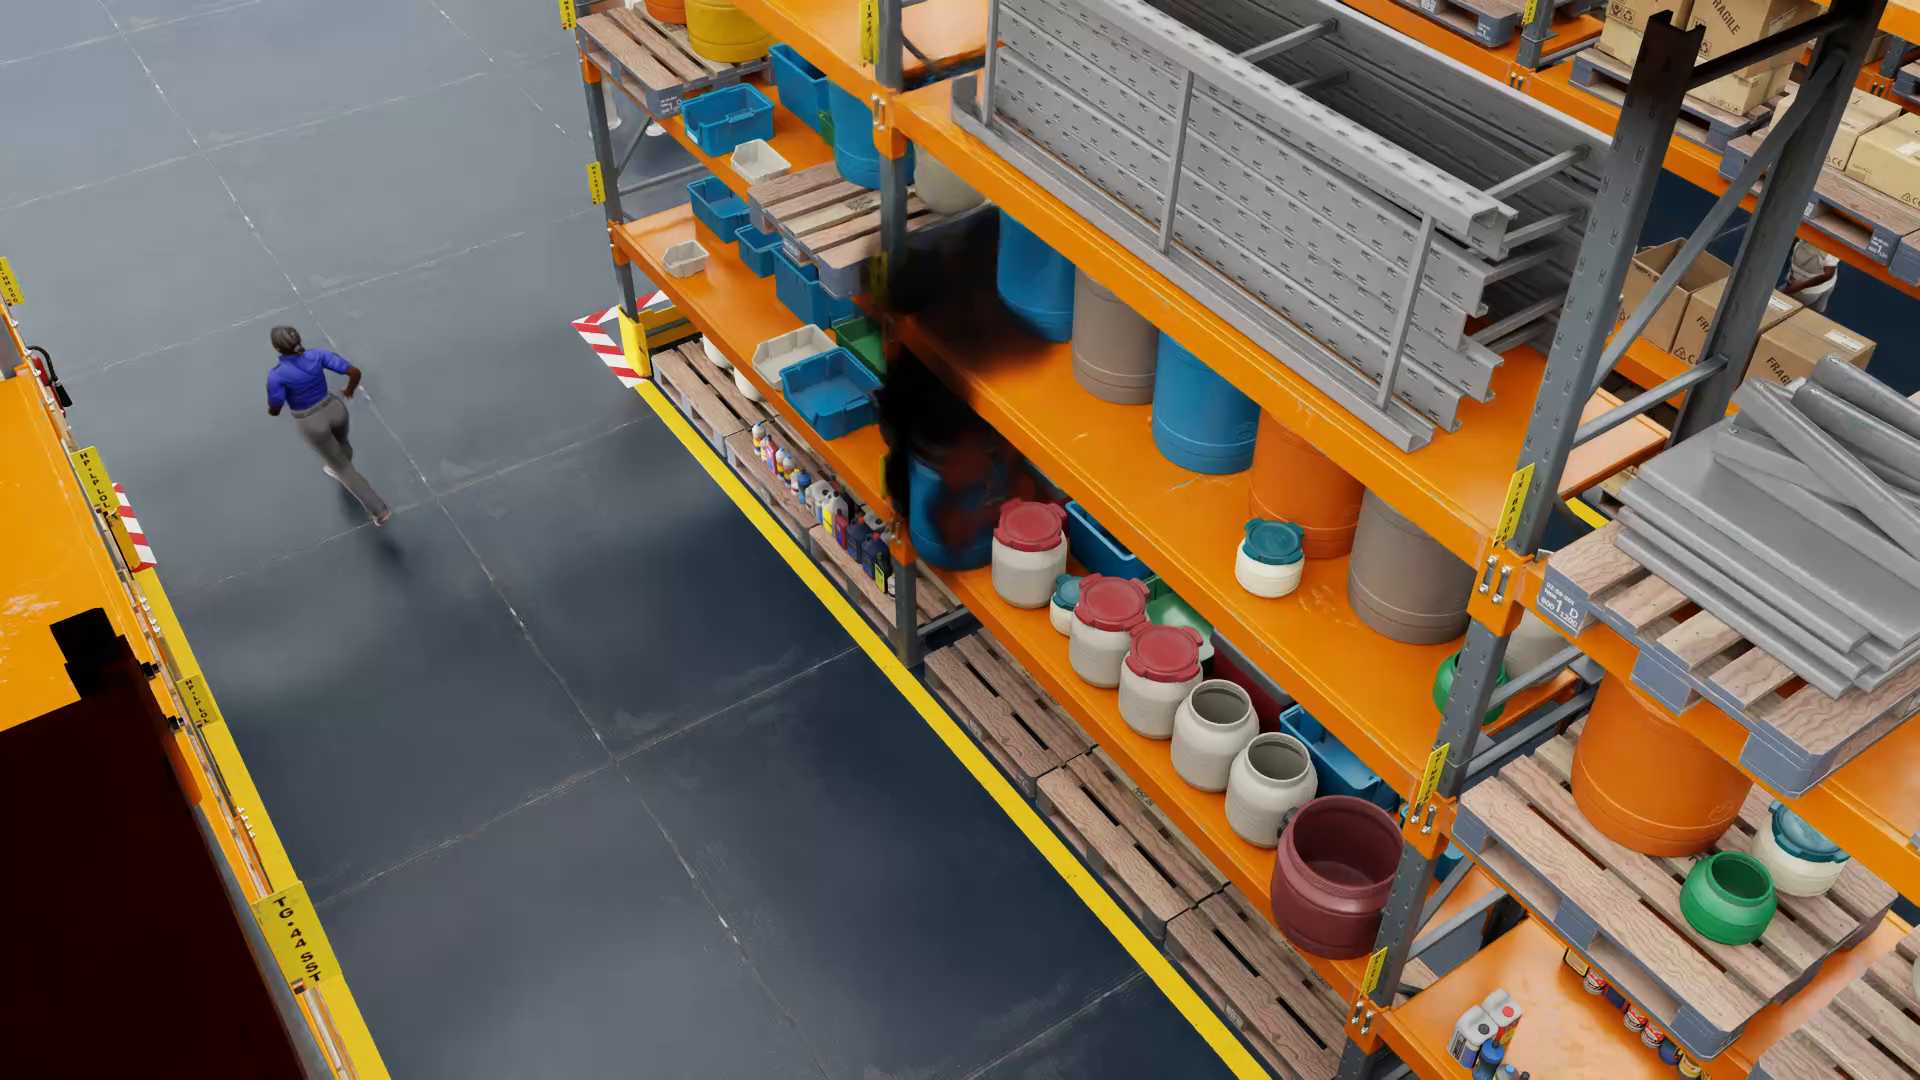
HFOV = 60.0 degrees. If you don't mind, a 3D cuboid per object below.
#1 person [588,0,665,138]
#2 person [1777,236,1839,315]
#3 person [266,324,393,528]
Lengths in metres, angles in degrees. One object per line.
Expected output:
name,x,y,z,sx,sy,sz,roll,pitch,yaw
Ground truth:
person,-3.129,-4.549,15.414,0.874,1.809,0.720,-10,44,-11
person,6.424,-1.922,12.568,0.547,1.685,0.938,-26,49,-26
person,-4.385,-0.812,11.373,0.997,1.630,0.568,29,50,28
